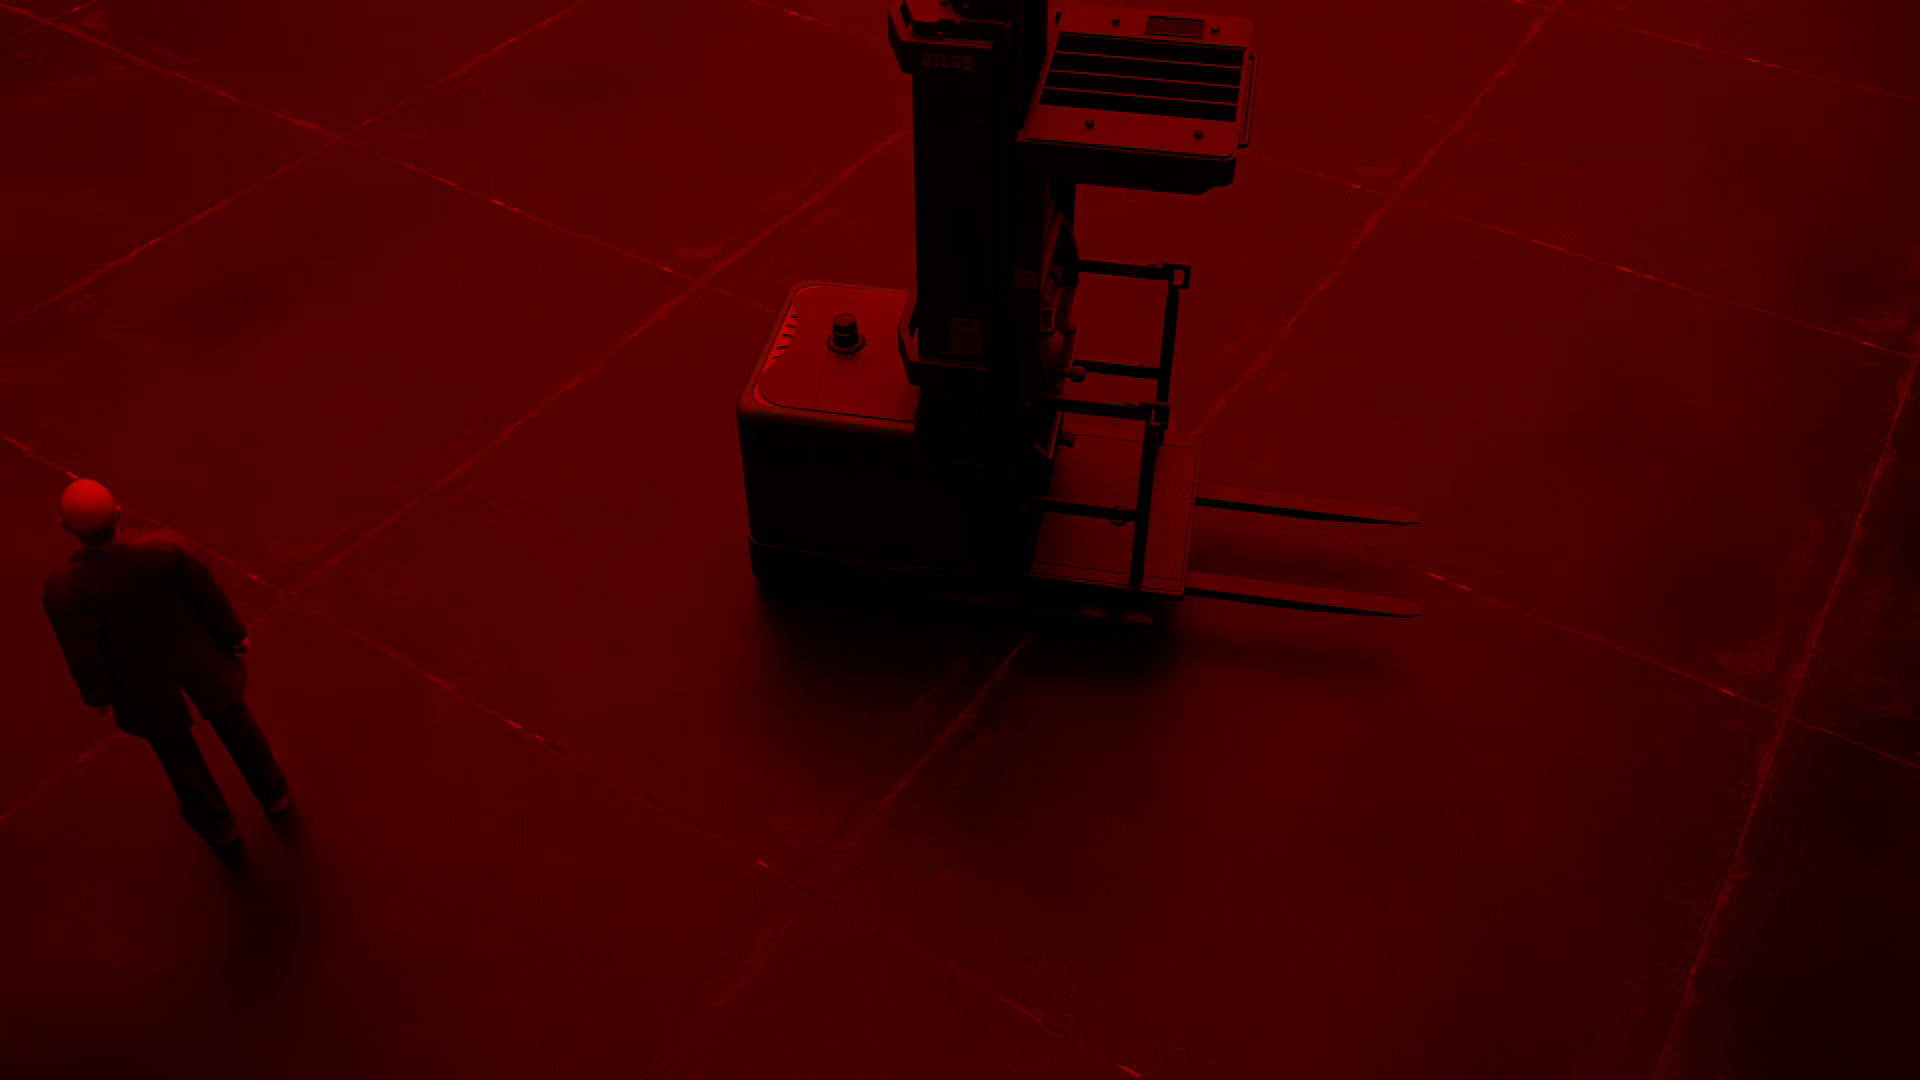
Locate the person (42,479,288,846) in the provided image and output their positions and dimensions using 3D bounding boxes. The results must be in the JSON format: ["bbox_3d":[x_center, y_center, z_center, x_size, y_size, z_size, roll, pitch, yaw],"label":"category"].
[{"bbox_3d":[-2.983,0.439,6.221,0.605,1.783,0.400,-28,50,-26],"label":"person"}]

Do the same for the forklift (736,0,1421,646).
[{"bbox_3d":[0.598,-0.987,6.890,3.031,2.935,1.130,7,44,8],"label":"forklift"}]
